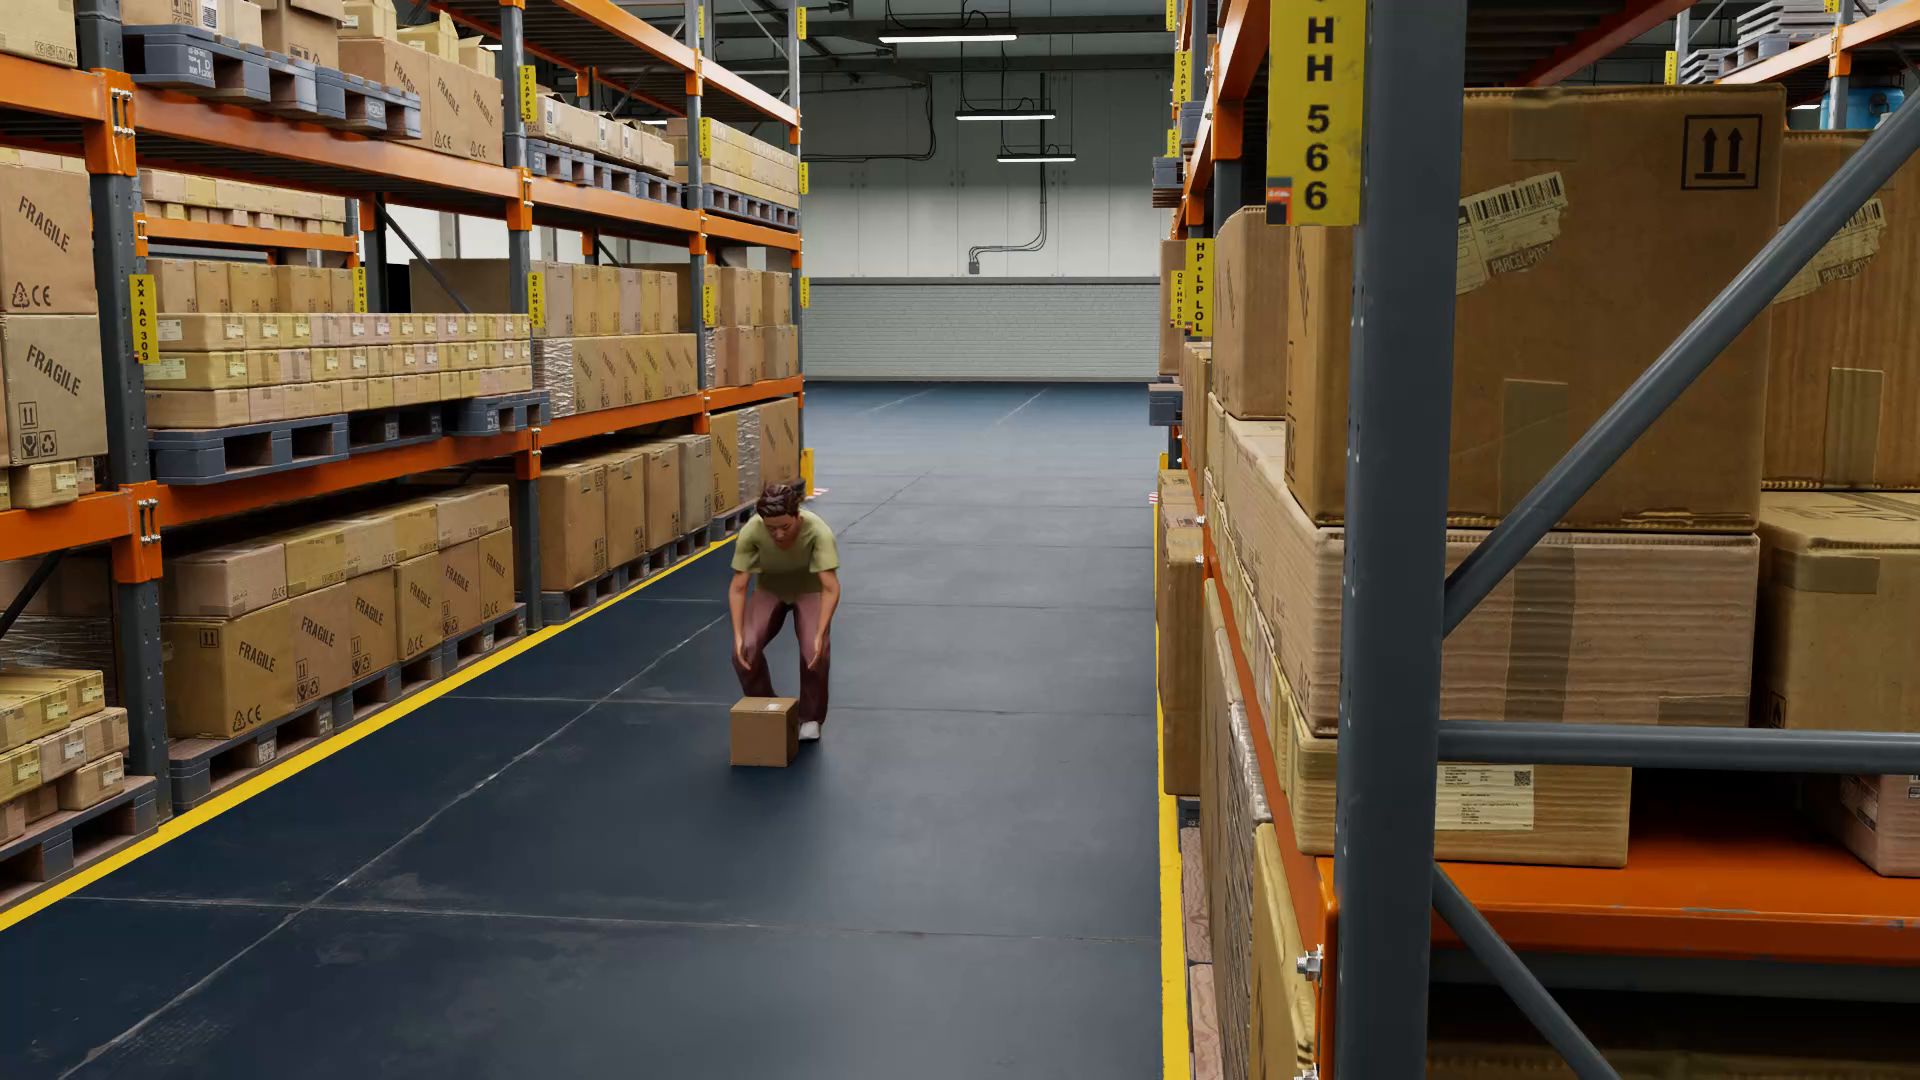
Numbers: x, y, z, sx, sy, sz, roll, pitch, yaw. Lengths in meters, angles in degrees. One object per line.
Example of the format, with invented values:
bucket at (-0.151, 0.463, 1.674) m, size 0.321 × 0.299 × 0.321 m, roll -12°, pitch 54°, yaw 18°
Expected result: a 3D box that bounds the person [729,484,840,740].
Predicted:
person at (-0.782, 0.321, 7.651) m, size 0.508 × 1.216 × 0.719 m, roll 1°, pitch 8°, yaw 6°
